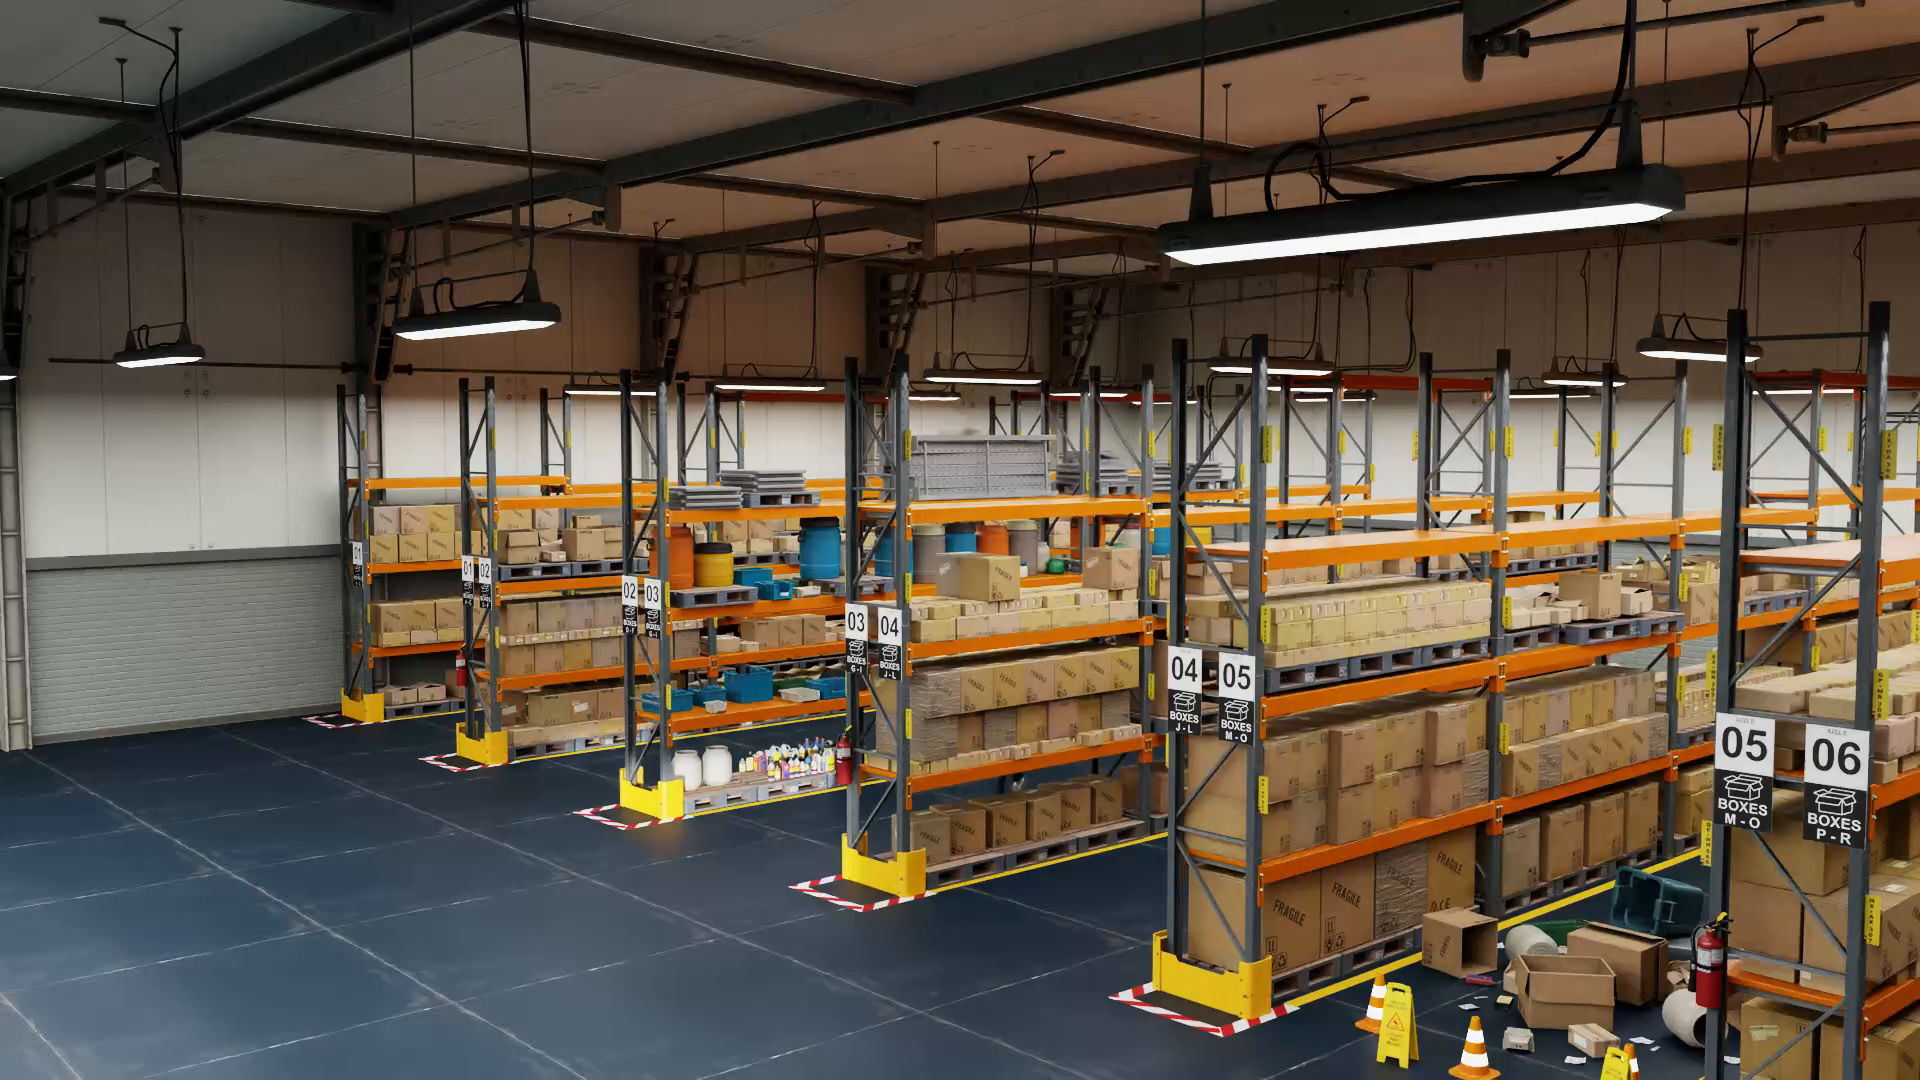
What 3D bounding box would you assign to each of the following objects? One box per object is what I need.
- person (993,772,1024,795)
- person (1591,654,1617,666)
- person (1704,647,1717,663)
[{"bbox_3d":[0.645,2.825,23.114,0.565,1.596,0.859,3,5,39],"label":"person"},{"bbox_3d":[10.172,2.587,26.281,0.759,1.743,0.636,3,5,42],"label":"person"},{"bbox_3d":[11.779,2.585,25.939,0.792,1.841,0.696,-3,5,-38],"label":"person"}]
